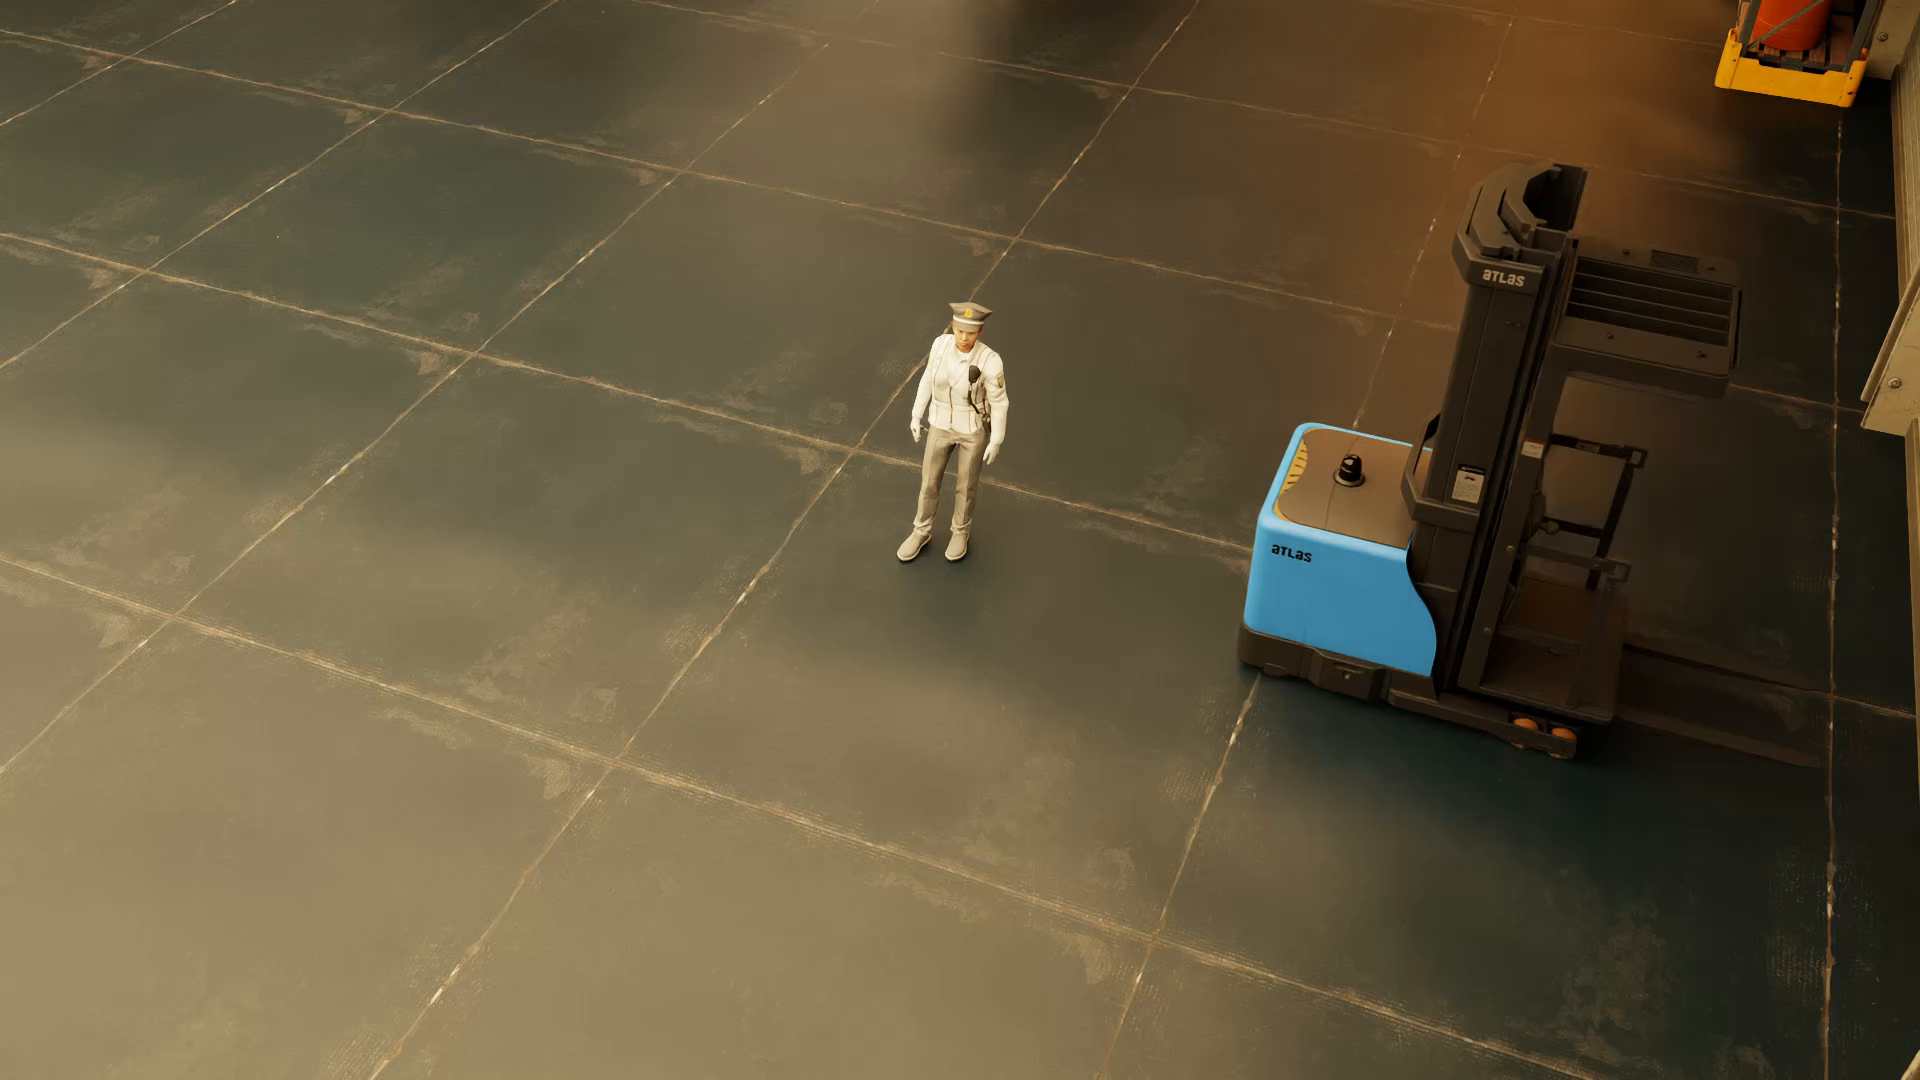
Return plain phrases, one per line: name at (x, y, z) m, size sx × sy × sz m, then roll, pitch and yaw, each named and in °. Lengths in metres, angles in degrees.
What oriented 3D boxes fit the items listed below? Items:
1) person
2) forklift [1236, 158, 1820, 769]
person at (-0.033, -0.617, 9.695) m, size 0.586 × 1.694 × 0.531 m, roll 15°, pitch 42°, yaw 17°
forklift at (3.134, -0.345, 8.418) m, size 3.031 × 2.935 × 1.130 m, roll 15°, pitch 42°, yaw 17°
